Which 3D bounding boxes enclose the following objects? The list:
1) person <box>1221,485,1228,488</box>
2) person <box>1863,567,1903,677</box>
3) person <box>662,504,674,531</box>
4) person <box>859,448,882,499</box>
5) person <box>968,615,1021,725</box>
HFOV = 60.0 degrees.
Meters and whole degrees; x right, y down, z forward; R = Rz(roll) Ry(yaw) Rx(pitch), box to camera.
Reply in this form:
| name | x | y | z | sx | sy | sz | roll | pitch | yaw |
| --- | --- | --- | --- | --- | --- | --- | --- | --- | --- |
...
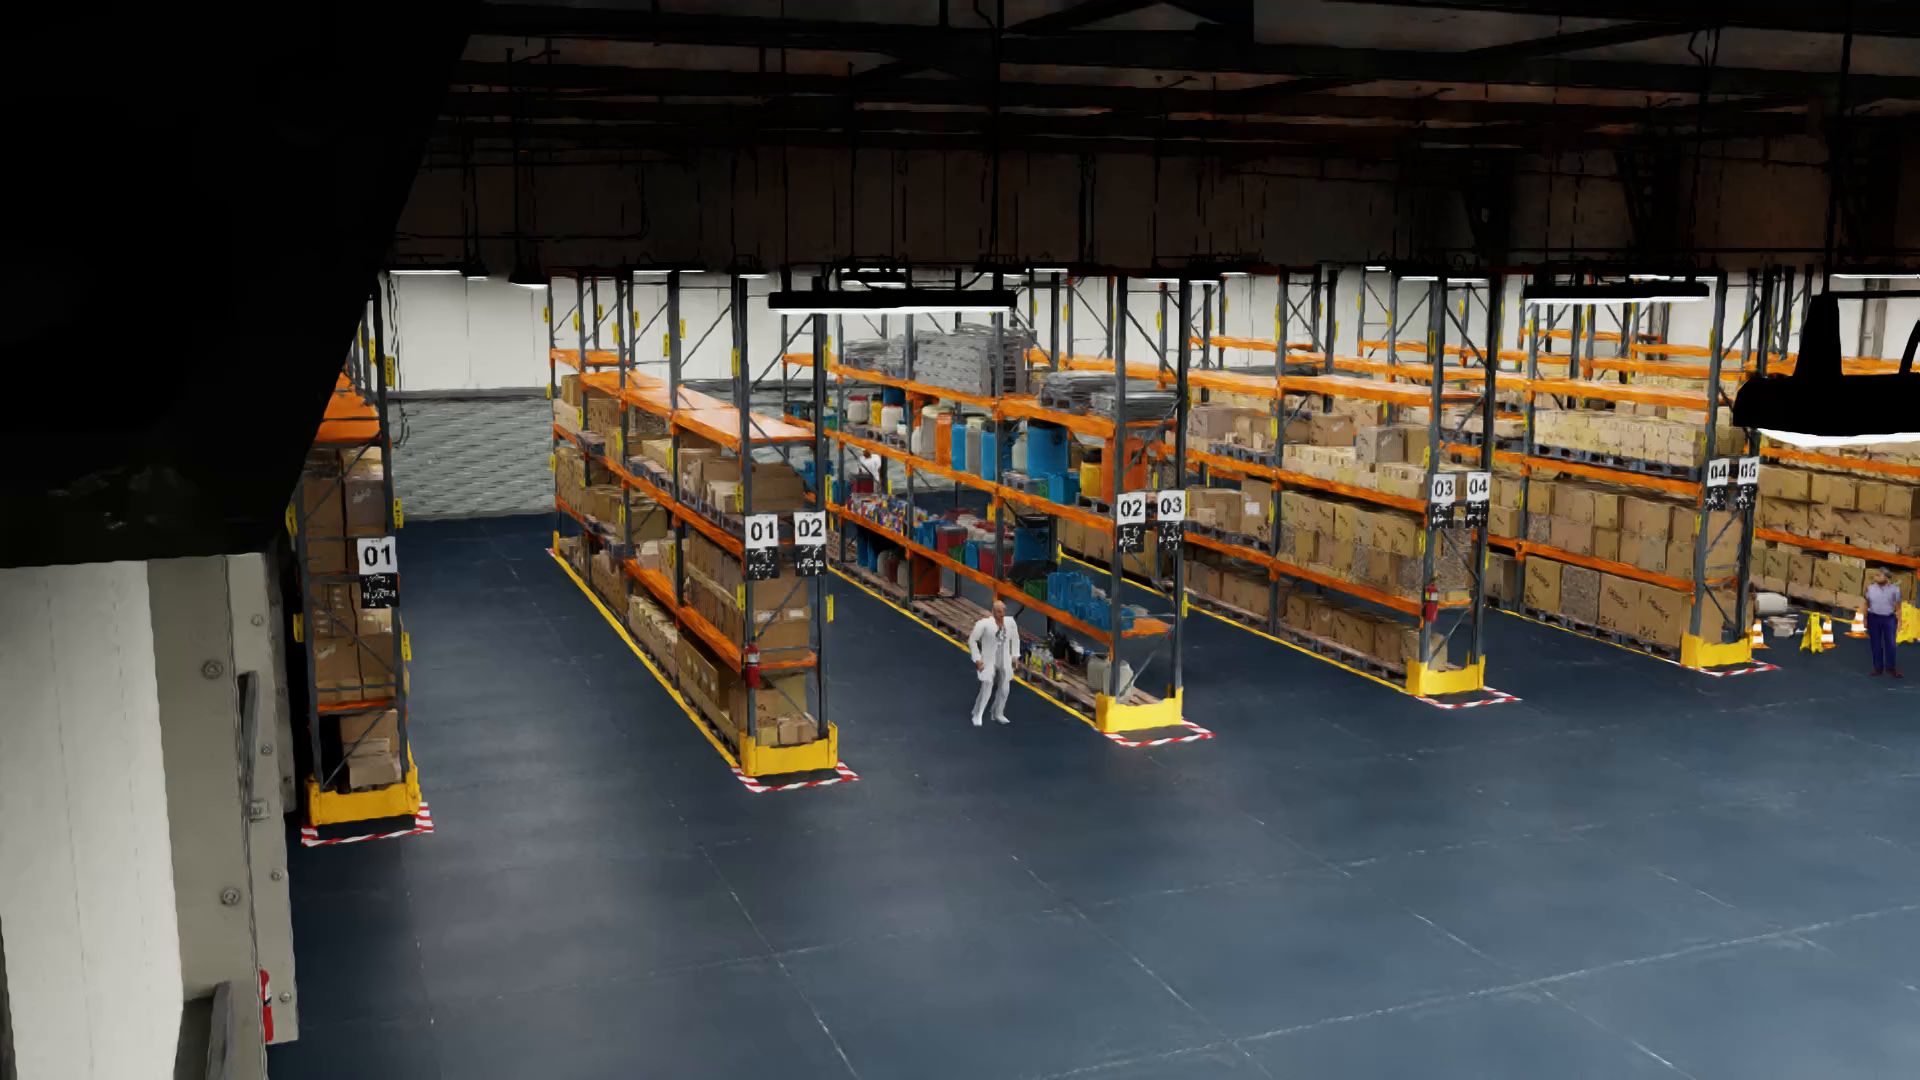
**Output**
| name | x | y | z | sx | sy | sz | roll | pitch | yaw |
| --- | --- | --- | --- | --- | --- | --- | --- | --- | --- |
| person | 5.440 | -0.378 | 34.318 | 0.432 | 1.539 | 0.947 | -4 | 11 | -22 |
| person | 13.842 | 1.225 | 24.889 | 0.602 | 1.630 | 0.409 | 8 | 13 | 40 |
| person | -6.215 | -0.506 | 34.596 | 0.543 | 1.601 | 0.944 | -3 | 10 | -19 |
| person | -2.151 | -1.456 | 39.971 | 0.579 | 1.753 | 0.574 | 3 | 10 | 15 |
| person | 0.451 | 1.727 | 22.336 | 0.729 | 1.545 | 0.533 | -4 | 11 | -22 |
